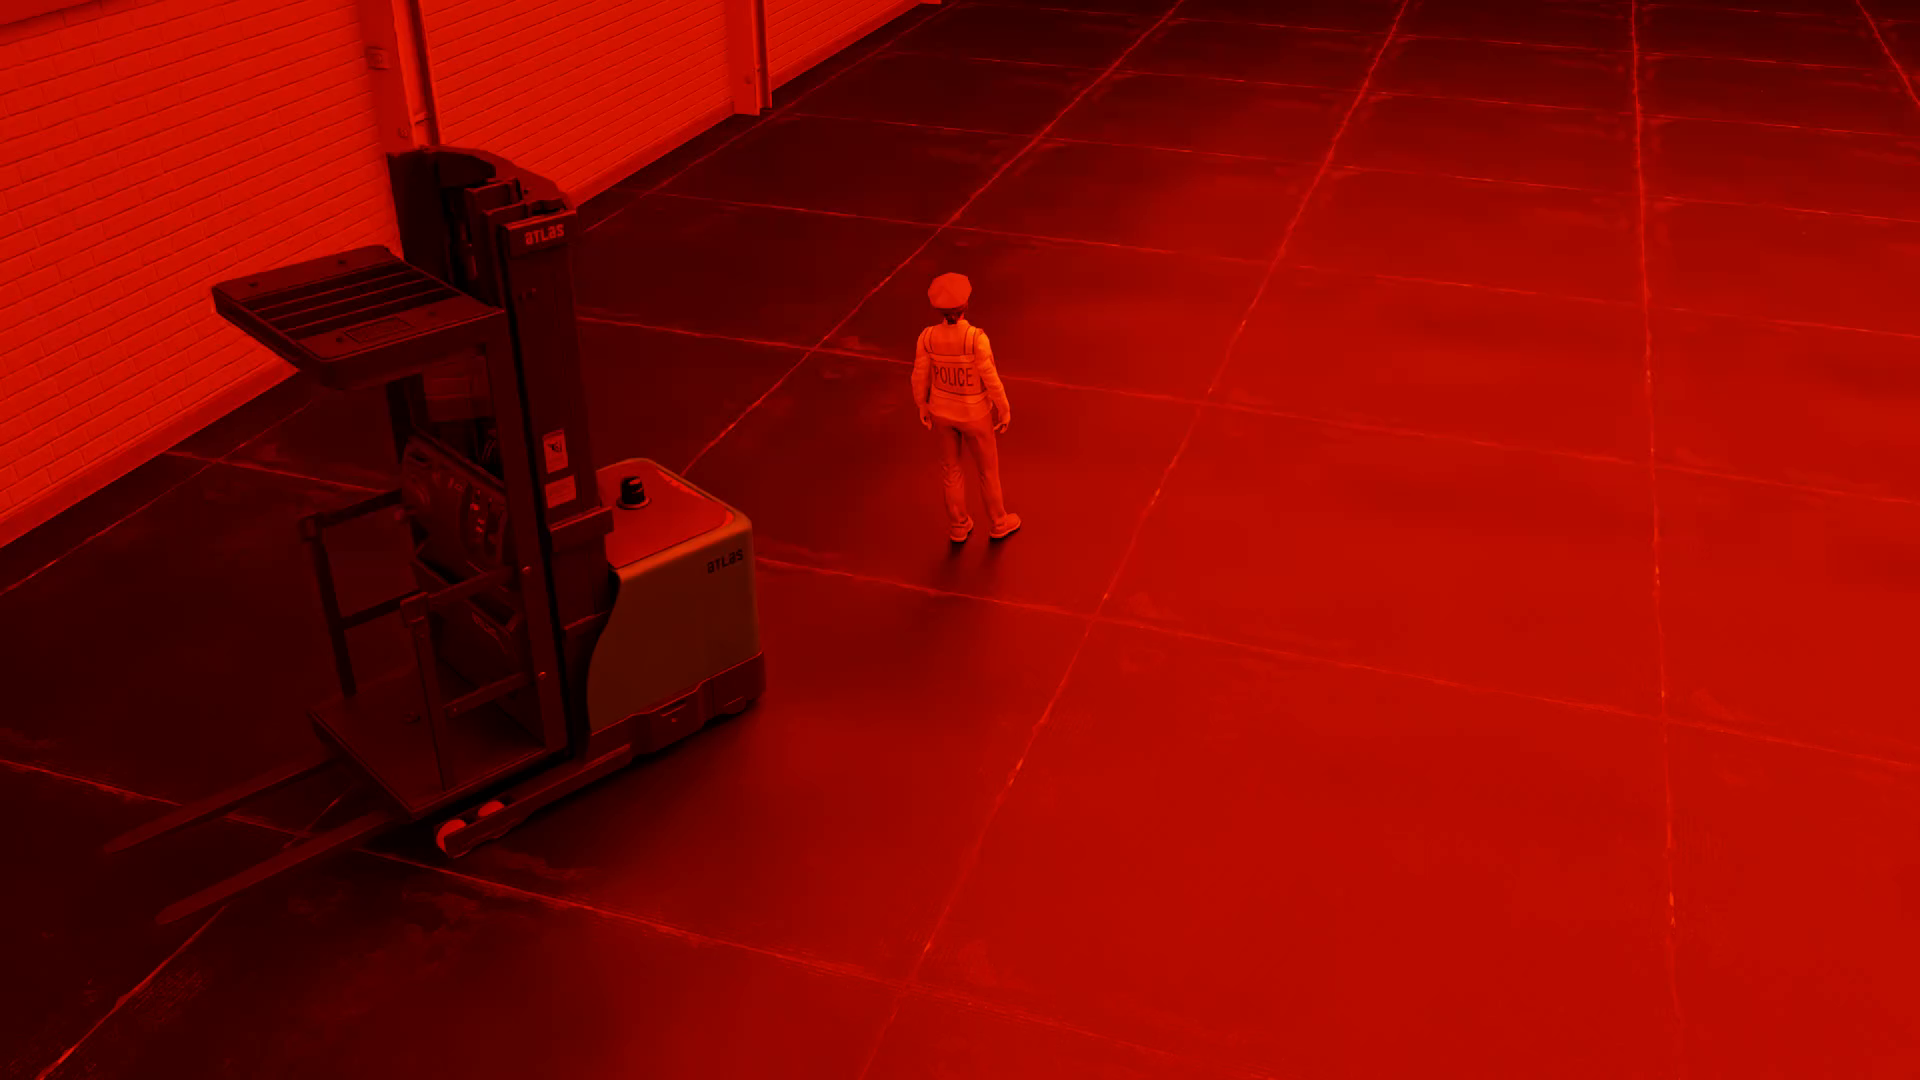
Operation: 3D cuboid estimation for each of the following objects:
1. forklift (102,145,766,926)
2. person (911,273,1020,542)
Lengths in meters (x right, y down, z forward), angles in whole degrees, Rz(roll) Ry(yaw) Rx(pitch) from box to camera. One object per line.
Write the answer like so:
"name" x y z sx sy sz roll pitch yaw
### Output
"forklift" -2.424 -0.123 7.353 3.031 2.935 1.130 -25 38 -36
"person" 0.029 -0.774 9.727 0.586 1.694 0.532 10 31 16
